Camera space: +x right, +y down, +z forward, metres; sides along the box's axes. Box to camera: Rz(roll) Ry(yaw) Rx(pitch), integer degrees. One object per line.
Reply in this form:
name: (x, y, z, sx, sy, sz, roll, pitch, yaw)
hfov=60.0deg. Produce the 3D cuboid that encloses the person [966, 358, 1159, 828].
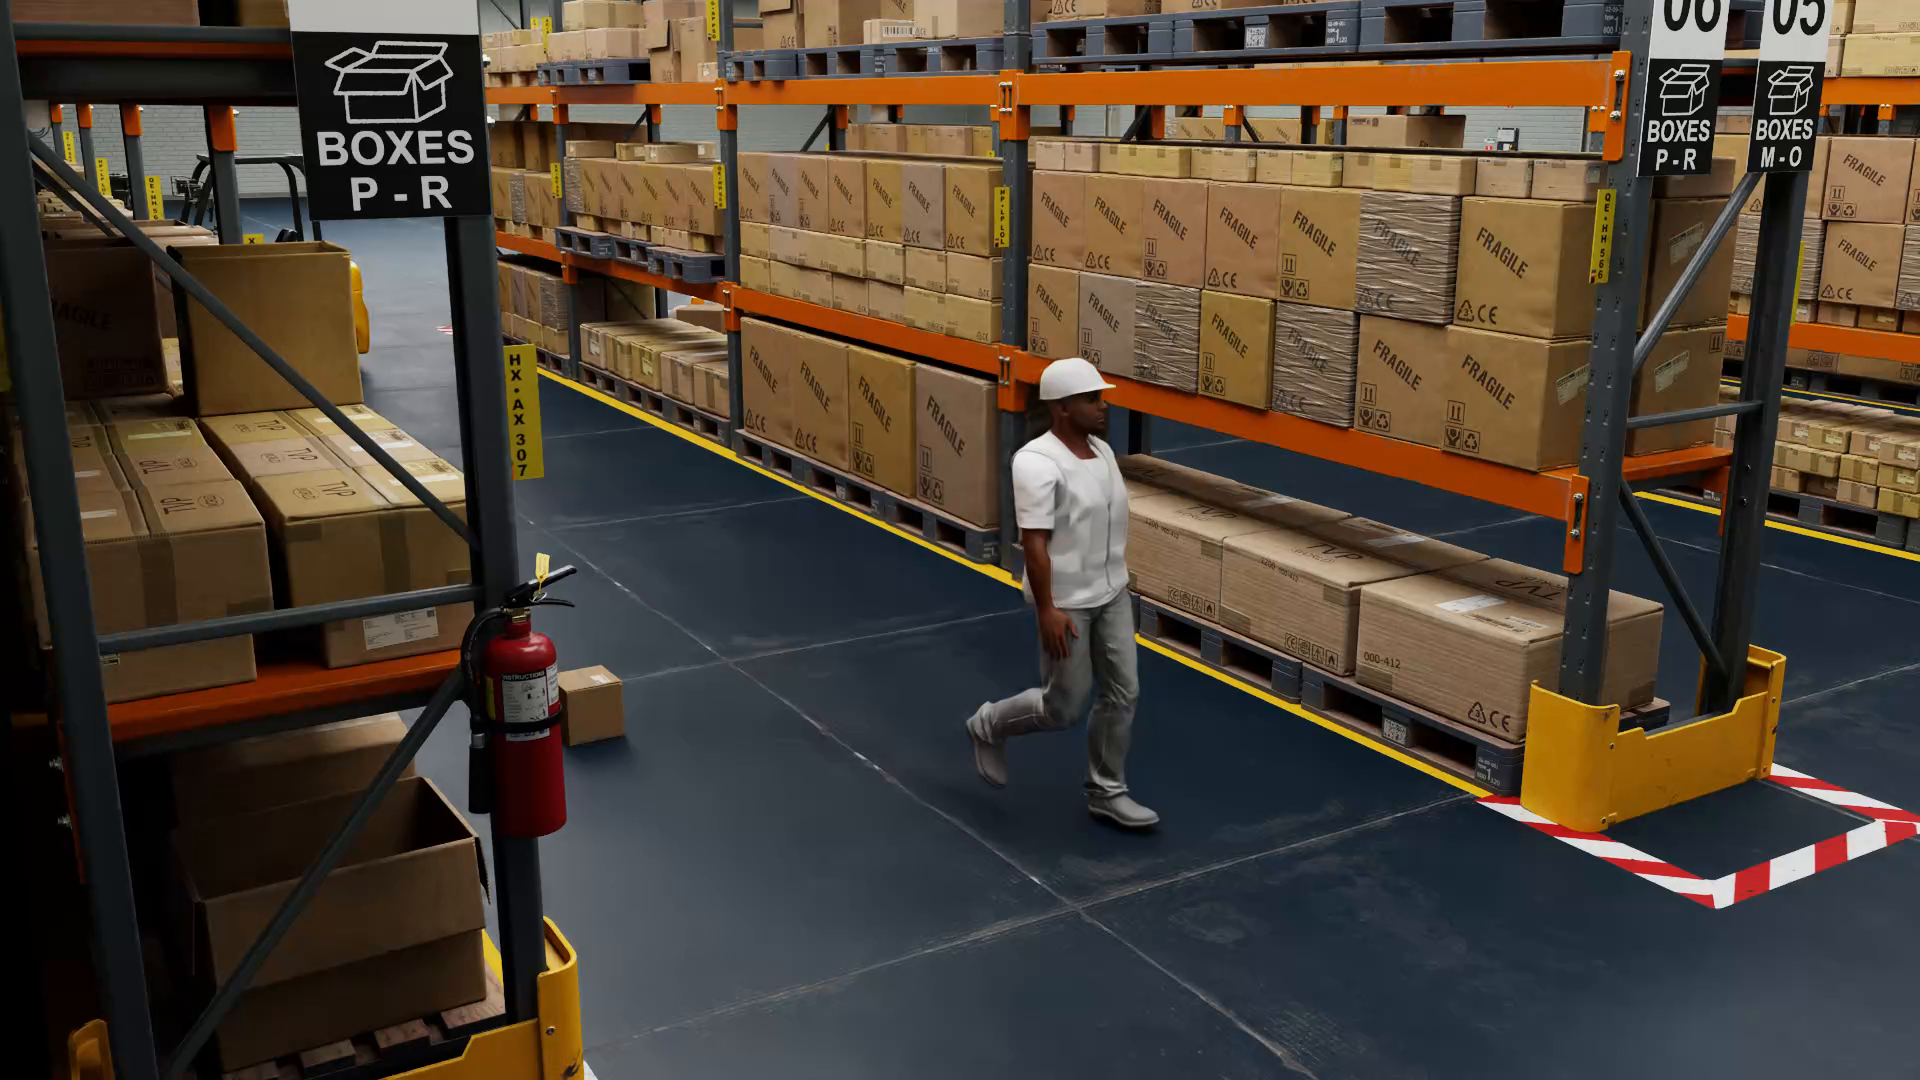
person: (0.394, 0.191, 6.182, 0.780, 1.741, 0.558, 13, 20, 40)
